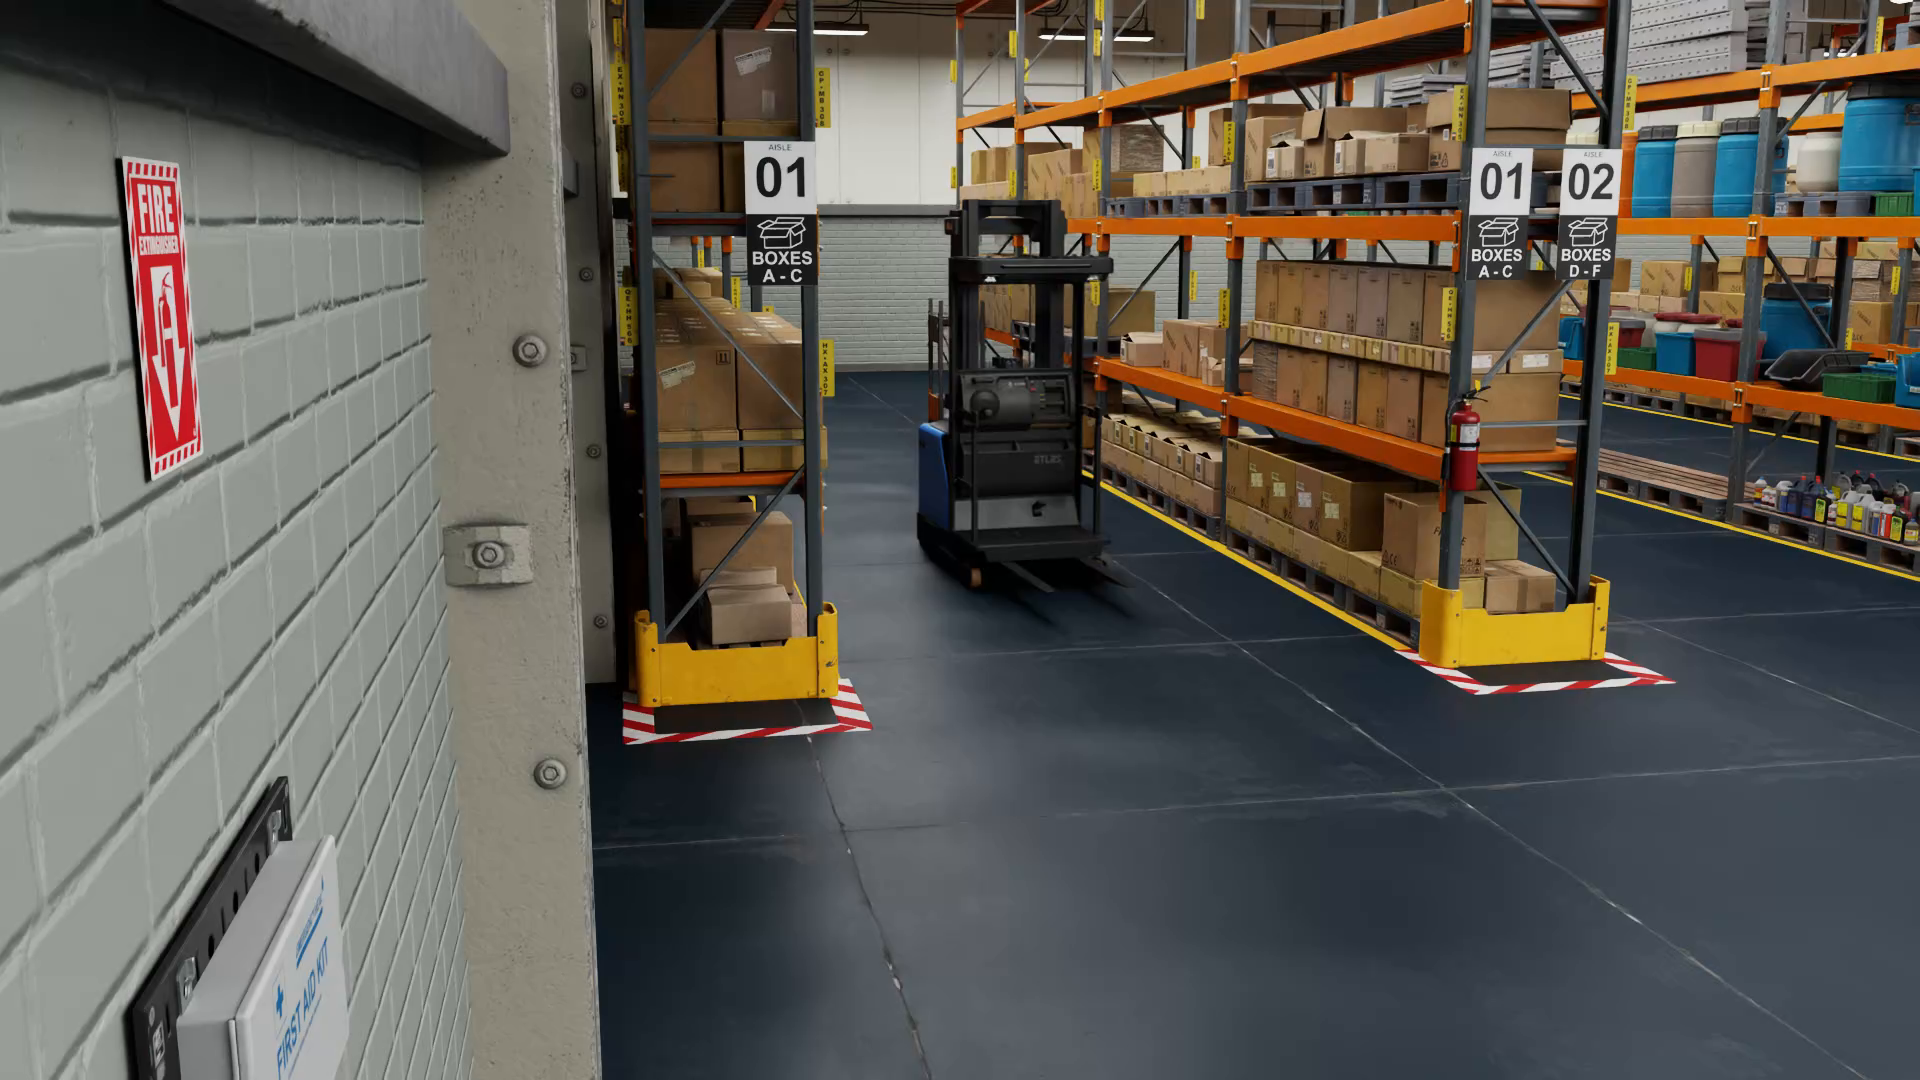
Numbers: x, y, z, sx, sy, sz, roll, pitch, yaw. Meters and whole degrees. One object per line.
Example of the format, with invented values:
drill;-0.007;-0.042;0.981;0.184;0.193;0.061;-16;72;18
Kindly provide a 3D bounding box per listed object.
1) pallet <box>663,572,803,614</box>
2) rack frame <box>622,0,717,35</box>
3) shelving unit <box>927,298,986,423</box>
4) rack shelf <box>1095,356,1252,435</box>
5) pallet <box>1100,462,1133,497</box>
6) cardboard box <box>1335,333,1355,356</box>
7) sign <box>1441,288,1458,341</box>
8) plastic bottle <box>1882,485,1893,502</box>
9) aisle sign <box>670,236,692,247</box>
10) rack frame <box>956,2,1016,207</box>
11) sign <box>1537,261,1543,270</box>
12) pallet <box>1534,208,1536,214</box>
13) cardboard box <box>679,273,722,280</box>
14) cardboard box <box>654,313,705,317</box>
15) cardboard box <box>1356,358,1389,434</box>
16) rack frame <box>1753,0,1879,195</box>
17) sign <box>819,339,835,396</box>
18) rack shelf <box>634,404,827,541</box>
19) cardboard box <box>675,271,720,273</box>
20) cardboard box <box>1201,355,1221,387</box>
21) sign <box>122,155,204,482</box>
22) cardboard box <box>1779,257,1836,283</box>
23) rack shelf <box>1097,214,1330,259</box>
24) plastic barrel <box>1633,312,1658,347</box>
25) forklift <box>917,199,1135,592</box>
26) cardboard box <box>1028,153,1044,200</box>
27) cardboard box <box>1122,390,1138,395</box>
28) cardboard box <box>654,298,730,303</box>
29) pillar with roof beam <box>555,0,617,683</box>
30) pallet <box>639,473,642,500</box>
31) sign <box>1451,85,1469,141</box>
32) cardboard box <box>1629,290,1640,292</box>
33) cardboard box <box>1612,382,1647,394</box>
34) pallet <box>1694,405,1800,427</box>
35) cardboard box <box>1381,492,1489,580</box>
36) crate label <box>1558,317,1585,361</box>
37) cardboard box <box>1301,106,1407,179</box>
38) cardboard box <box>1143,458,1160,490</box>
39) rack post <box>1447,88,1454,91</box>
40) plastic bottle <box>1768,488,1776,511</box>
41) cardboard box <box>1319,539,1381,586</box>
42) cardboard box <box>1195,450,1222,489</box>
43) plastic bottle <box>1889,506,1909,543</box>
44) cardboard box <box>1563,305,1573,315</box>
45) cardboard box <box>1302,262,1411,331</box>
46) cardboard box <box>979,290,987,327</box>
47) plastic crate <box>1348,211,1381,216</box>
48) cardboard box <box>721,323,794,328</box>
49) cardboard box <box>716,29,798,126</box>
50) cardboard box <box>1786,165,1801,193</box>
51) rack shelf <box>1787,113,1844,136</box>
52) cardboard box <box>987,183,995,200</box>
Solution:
pallet;-1.676;0.439;11.823;1.003;0.211;1.213;-2;11;-11
rack frame;-2.860;-4.957;16.674;1.000;3.000;0.127;-2;11;-11
shelving unit;-0.032;-1.062;14.660;0.431;2.100;0.503;-2;11;-11
rack shelf;2.388;-1.471;16.325;1.077;0.370;4.000;-2;11;-11
pallet;2.120;-0.669;17.645;1.003;0.211;1.213;-2;11;-11
cardboard box;2.990;-1.439;12.232;0.380;0.149;0.250;-2;11;-12
sign;3.020;-1.392;10.256;0.100;0.325;0.005;-2;11;-11
plastic bottle;8.154;-0.347;14.587;0.061;0.283;0.133;-1;11;-7
aisle sign;-4.135;-4.779;24.828;0.394;0.787;0.004;-2;11;-11
rack frame;0.443;-6.605;25.333;1.000;3.000;0.127;-2;11;-11
sign;9.615;-4.463;27.595;0.100;0.325;0.005;-2;11;-11
pallet;6.805;-3.895;19.621;1.003;0.211;1.213;-2;11;-11
cardboard box;-2.801;-2.775;18.131;0.500;0.250;0.500;-2;11;-12
cardboard box;-2.195;-1.487;12.830;0.500;0.500;0.500;-2;11;-12
cardboard box;3.279;-1.046;11.904;0.700;0.500;0.500;-2;11;-11
rack frame;7.636;-4.584;14.713;1.000;3.000;0.127;-2;11;-11
sign;-0.772;-0.988;9.549;0.100;0.325;0.005;-2;11;-11
rack shelf;-1.693;-0.556;11.521;1.077;0.370;4.000;-2;11;-11
cardboard box;-3.007;-2.960;19.102;0.500;0.250;0.500;-2;11;-12
cardboard box;2.425;-1.546;15.156;0.396;0.266;0.258;-2;11;-12
sign;-0.774;-0.218;1.622;0.001;0.298;0.199;-2;11;-11
cardboard box;11.329;-3.470;21.952;0.797;0.503;0.637;-2;11;-9
rack shelf;2.388;-2.944;16.045;1.077;0.370;4.000;-2;11;-11
plastic barrel;7.350;-2.167;17.761;0.421;0.512;0.421;0;11;0
forklift;0.515;-1.150;12.900;1.130;2.935;3.031;-3;11;-15
cardboard box;1.246;-4.608;21.202;0.600;0.600;0.600;-3;11;-16
cardboard box;1.884;-1.557;20.361;0.500;0.500;0.500;-3;11;-13
cardboard box;-2.623;-2.088;16.200;0.700;0.500;0.500;-3;11;-16
pillar with roof beam;1.934;-3.743;10.297;9.100;9.000;0.400;-2;11;-11
pallet;-2.709;-0.497;16.743;1.003;0.211;1.213;-2;11;-11
sign;3.020;-2.576;10.030;0.100;0.325;0.005;-2;11;-11
cardboard box;10.712;-3.825;26.374;0.500;0.250;0.500;-3;11;-13
cardboard box;10.714;-2.736;25.607;0.875;0.875;0.875;-2;11;-11
pallet;11.162;-1.776;23.460;1.003;0.211;1.213;-2;11;-11
cardboard box;3.158;-0.035;11.084;0.500;0.500;0.500;-2;11;-11
crate label;6.786;-2.196;18.116;0.502;0.435;0.616;-2;11;-11
cardboard box;2.973;-2.950;12.377;0.797;0.503;0.637;-1;11;-5
cardboard box;2.117;-0.658;16.364;0.500;0.250;0.500;-2;11;-10
rack post;6.599;-5.439;20.542;0.937;0.300;0.954;-1;11;-5
plastic bottle;7.308;-0.367;14.907;0.097;0.201;0.097;0;11;0
cardboard box;2.952;0.150;12.116;0.500;0.250;0.500;-2;11;-11
cardboard box;2.417;-0.652;14.832;0.500;0.311;0.500;-2;11;-11
plastic bottle;7.586;-0.127;13.427;0.061;0.283;0.133;-2;11;-10
cardboard box;10.007;-3.723;26.908;0.380;0.149;0.250;-2;11;-12
cardboard box;3.065;-1.878;12.804;0.700;0.500;0.500;-2;11;-11
cardboard box;0.566;-3.338;23.944;0.500;0.500;0.500;-2;11;-10
plastic crate;5.701;-4.540;23.072;0.450;0.188;0.662;-2;11;-11
cardboard box;-1.395;-1.226;11.458;0.500;0.500;0.500;-2;11;-9
cardboard box;-1.141;-2.646;9.559;0.500;0.500;0.500;-3;11;-15
cardboard box;11.298;-4.655;21.709;0.797;0.503;0.637;-2;11;-12
rack shelf;11.327;-5.315;21.545;1.077;0.370;4.000;-2;11;-11
cardboard box;0.671;-4.833;23.108;0.500;0.250;0.500;-2;11;-11
